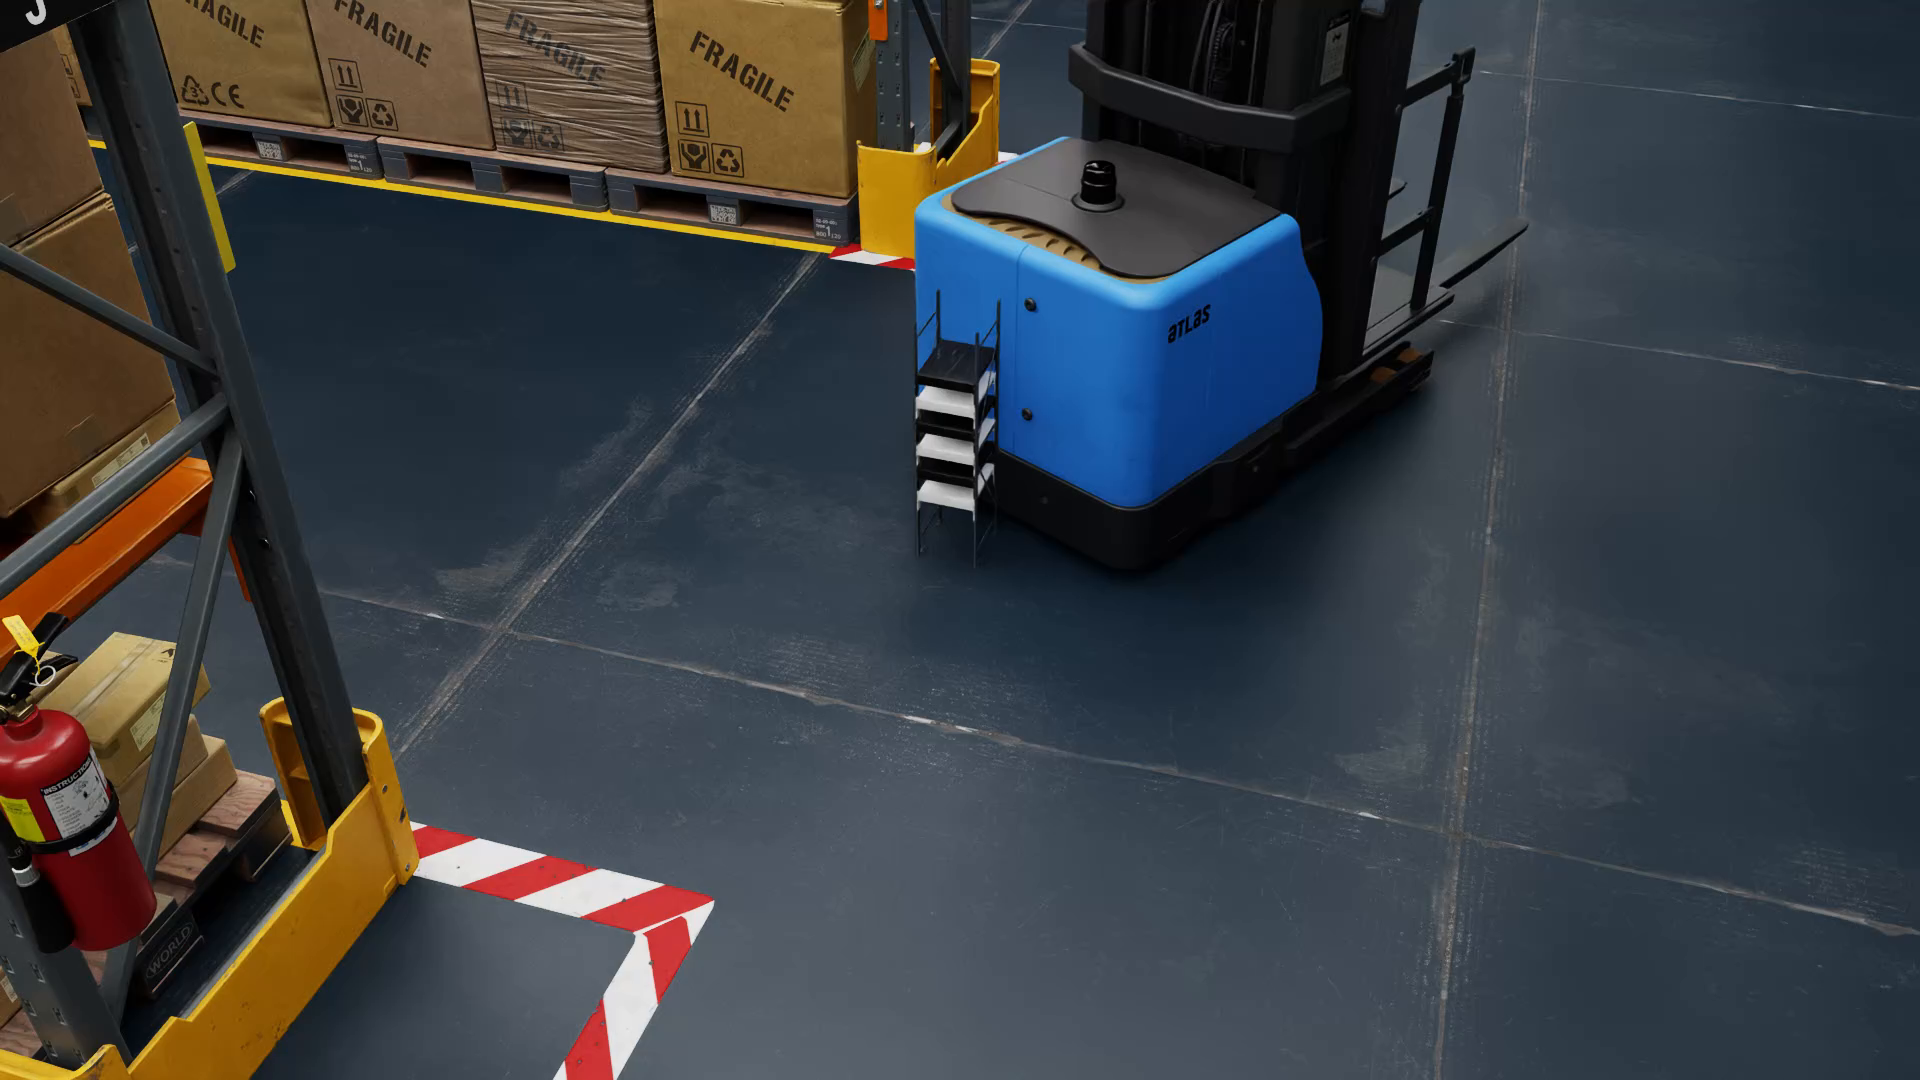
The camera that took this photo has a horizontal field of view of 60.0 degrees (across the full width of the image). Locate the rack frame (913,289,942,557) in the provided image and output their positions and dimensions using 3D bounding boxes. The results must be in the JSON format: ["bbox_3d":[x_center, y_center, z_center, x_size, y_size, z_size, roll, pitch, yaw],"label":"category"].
[{"bbox_3d":[-0.105,-0.372,5.496,0.006,0.900,0.240,11,38,15],"label":"rack frame"}]

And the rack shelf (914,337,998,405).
[{"bbox_3d":[-0.009,-0.543,5.330,0.200,0.077,0.258,11,38,15],"label":"rack shelf"}]

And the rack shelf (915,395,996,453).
[{"bbox_3d":[-0.009,-0.398,5.436,0.200,0.077,0.258,11,38,15],"label":"rack shelf"}]

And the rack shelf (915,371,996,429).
[{"bbox_3d":[-0.009,-0.471,5.383,0.200,0.077,0.258,11,38,15],"label":"rack shelf"}]

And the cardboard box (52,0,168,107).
[{"bbox_3d":[-4.588,-2.944,8.658,0.875,0.875,1.225,11,38,14],"label":"cardboard box"}]

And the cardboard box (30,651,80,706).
[{"bbox_3d":[-2.426,0.441,4.170,0.250,0.149,0.380,11,38,15],"label":"cardboard box"}]

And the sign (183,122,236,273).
[{"bbox_3d":[-1.567,-0.689,3.425,0.005,0.325,0.100,10,38,14],"label":"sign"}]

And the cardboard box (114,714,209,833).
[{"bbox_3d":[-2.152,0.588,4.220,0.250,0.149,0.380,12,38,16],"label":"cardboard box"}]

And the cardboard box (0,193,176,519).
[{"bbox_3d":[-2.074,-0.429,3.467,0.500,0.500,0.500,12,38,16],"label":"cardboard box"}]

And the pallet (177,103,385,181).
[{"bbox_3d":[-3.268,-2.227,8.598,1.213,0.211,1.003,10,38,14],"label":"pallet"}]

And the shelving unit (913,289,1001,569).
[{"bbox_3d":[-0.009,-0.353,5.470,0.210,0.900,0.258,11,38,15],"label":"shelving unit"}]

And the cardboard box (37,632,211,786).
[{"bbox_3d":[-2.127,0.421,4.196,0.250,0.149,0.380,9,37,12],"label":"cardboard box"}]

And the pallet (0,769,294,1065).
[{"bbox_3d":[-2.566,0.913,4.332,1.213,0.211,1.003,10,38,14],"label":"pallet"}]

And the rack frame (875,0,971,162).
[{"bbox_3d":[-0.153,-2.822,7.054,0.127,3.000,1.000,10,38,14],"label":"rack frame"}]

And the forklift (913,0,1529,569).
[{"bbox_3d":[1.207,-1.867,5.814,1.130,2.935,3.031,29,45,33],"label":"forklift"}]

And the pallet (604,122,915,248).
[{"bbox_3d":[-0.939,-1.796,8.012,1.213,0.211,1.003,10,38,14],"label":"pallet"}]

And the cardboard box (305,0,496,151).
[{"bbox_3d":[-2.506,-2.521,8.083,0.875,0.875,0.875,10,38,14],"label":"cardboard box"}]

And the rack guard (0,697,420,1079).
[{"bbox_3d":[-1.801,0.960,4.024,0.348,0.500,1.175,10,38,14],"label":"rack guard"}]

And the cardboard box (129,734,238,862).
[{"bbox_3d":[-2.133,0.672,4.357,0.250,0.149,0.380,11,38,15],"label":"cardboard box"}]

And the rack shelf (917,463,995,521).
[{"bbox_3d":[-0.009,-0.181,5.596,0.200,0.077,0.258,11,38,15],"label":"rack shelf"}]

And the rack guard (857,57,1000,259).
[{"bbox_3d":[-0.130,-1.811,7.789,0.348,0.500,1.175,10,38,14],"label":"rack guard"}]

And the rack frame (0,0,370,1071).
[{"bbox_3d":[-1.728,-0.033,3.265,0.127,3.000,1.000,10,38,14],"label":"rack frame"}]

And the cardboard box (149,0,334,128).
[{"bbox_3d":[-3.365,-2.680,8.299,0.875,0.875,0.875,10,38,14],"label":"cardboard box"}]

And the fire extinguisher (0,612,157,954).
[{"bbox_3d":[-1.625,0.454,2.983,0.183,0.674,0.296,10,38,14],"label":"fire extinguisher"}]

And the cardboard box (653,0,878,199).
[{"bbox_3d":[-0.787,-2.203,7.651,0.875,0.875,0.875,10,38,14],"label":"cardboard box"}]

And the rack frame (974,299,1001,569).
[{"bbox_3d":[0.088,-0.333,5.444,0.006,0.900,0.240,11,38,15],"label":"rack frame"}]

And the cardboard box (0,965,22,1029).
[{"bbox_3d":[-2.293,0.971,3.952,0.250,0.149,0.380,11,38,15],"label":"cardboard box"}]

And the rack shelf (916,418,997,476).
[{"bbox_3d":[-0.009,-0.326,5.490,0.200,0.077,0.258,11,38,15],"label":"rack shelf"}]

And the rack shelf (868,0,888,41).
[{"bbox_3d":[-2.062,-2.886,7.747,4.000,0.370,1.077,10,38,14],"label":"rack shelf"}]

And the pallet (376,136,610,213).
[{"bbox_3d":[-2.100,-2.013,8.306,1.213,0.211,1.003,10,38,14],"label":"pallet"}]

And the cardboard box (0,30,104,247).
[{"bbox_3d":[-2.078,-0.826,3.163,0.500,0.500,0.500,10,38,14],"label":"cardboard box"}]

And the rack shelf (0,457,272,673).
[{"bbox_3d":[-3.637,-0.097,3.958,4.000,0.370,1.077,10,38,14],"label":"rack shelf"}]

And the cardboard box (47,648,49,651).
[{"bbox_3d":[-2.628,0.323,4.329,0.250,0.149,0.380,10,38,14],"label":"cardboard box"}]

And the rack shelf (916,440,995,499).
[{"bbox_3d":[-0.009,-0.253,5.543,0.200,0.077,0.258,11,38,15],"label":"rack shelf"}]

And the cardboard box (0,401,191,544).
[{"bbox_3d":[-1.940,-0.175,3.669,0.250,0.149,0.380,10,38,14],"label":"cardboard box"}]

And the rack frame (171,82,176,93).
[{"bbox_3d":[-3.971,-3.529,8.014,0.127,3.000,1.000,10,38,14],"label":"rack frame"}]

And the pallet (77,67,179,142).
[{"bbox_3d":[-4.730,-2.500,8.968,1.213,0.211,1.003,10,38,14],"label":"pallet"}]

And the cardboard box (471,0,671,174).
[{"bbox_3d":[-1.656,-2.364,7.870,0.875,0.875,0.875,10,38,14],"label":"cardboard box"}]
